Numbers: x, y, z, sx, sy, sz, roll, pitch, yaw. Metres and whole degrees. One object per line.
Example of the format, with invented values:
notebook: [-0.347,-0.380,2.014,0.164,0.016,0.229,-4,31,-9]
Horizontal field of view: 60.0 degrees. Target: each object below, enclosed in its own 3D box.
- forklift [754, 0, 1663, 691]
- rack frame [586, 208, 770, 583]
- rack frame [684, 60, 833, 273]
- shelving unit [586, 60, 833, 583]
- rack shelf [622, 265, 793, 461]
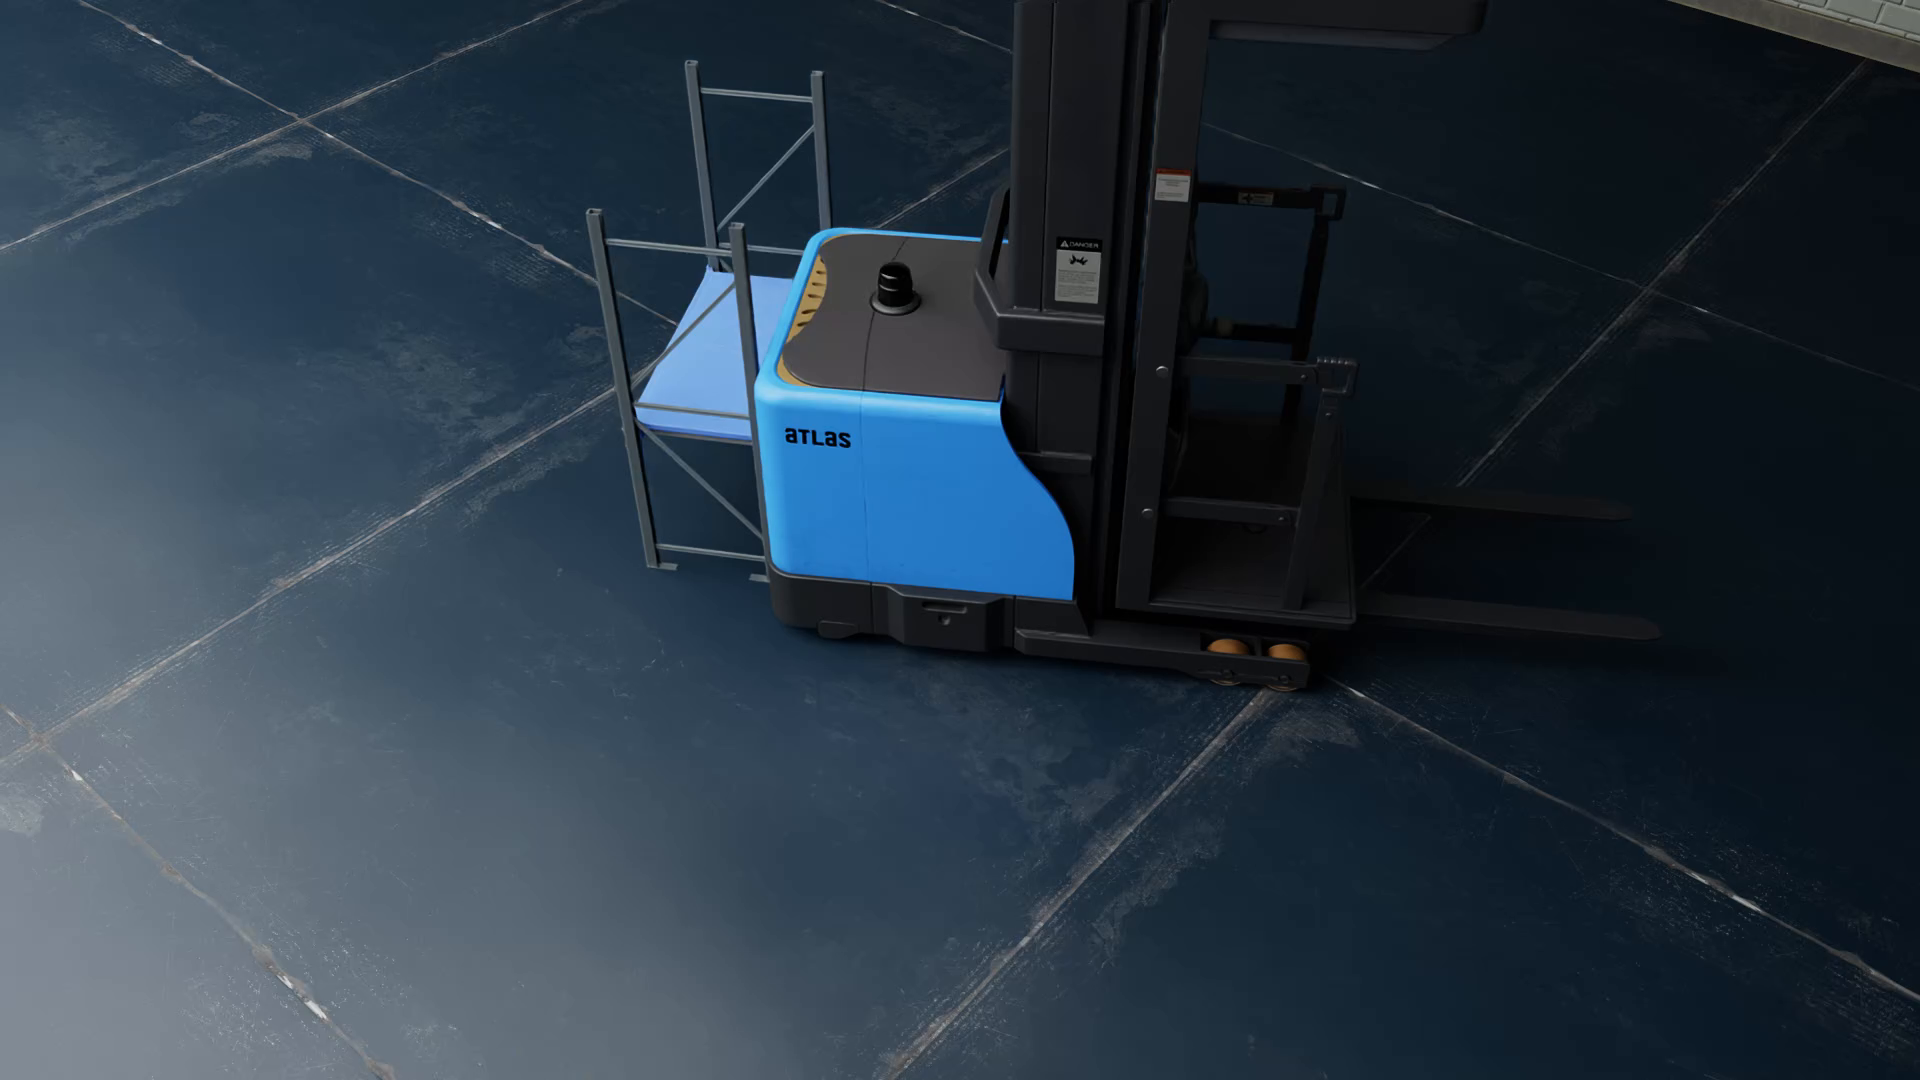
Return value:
forklift: [0.894,-0.952,5.118,3.031,2.935,1.130,5,43,6]
rack frame: [-0.906,-0.433,5.611,0.500,1.500,0.032,7,43,8]
rack frame: [-0.724,-1.106,6.351,0.500,1.500,0.032,7,43,8]
shelving unit: [-0.815,-0.769,5.981,0.538,1.500,1.048,7,43,8]
rack shelf: [-0.815,-0.636,6.102,0.538,0.185,1.000,7,43,8]
